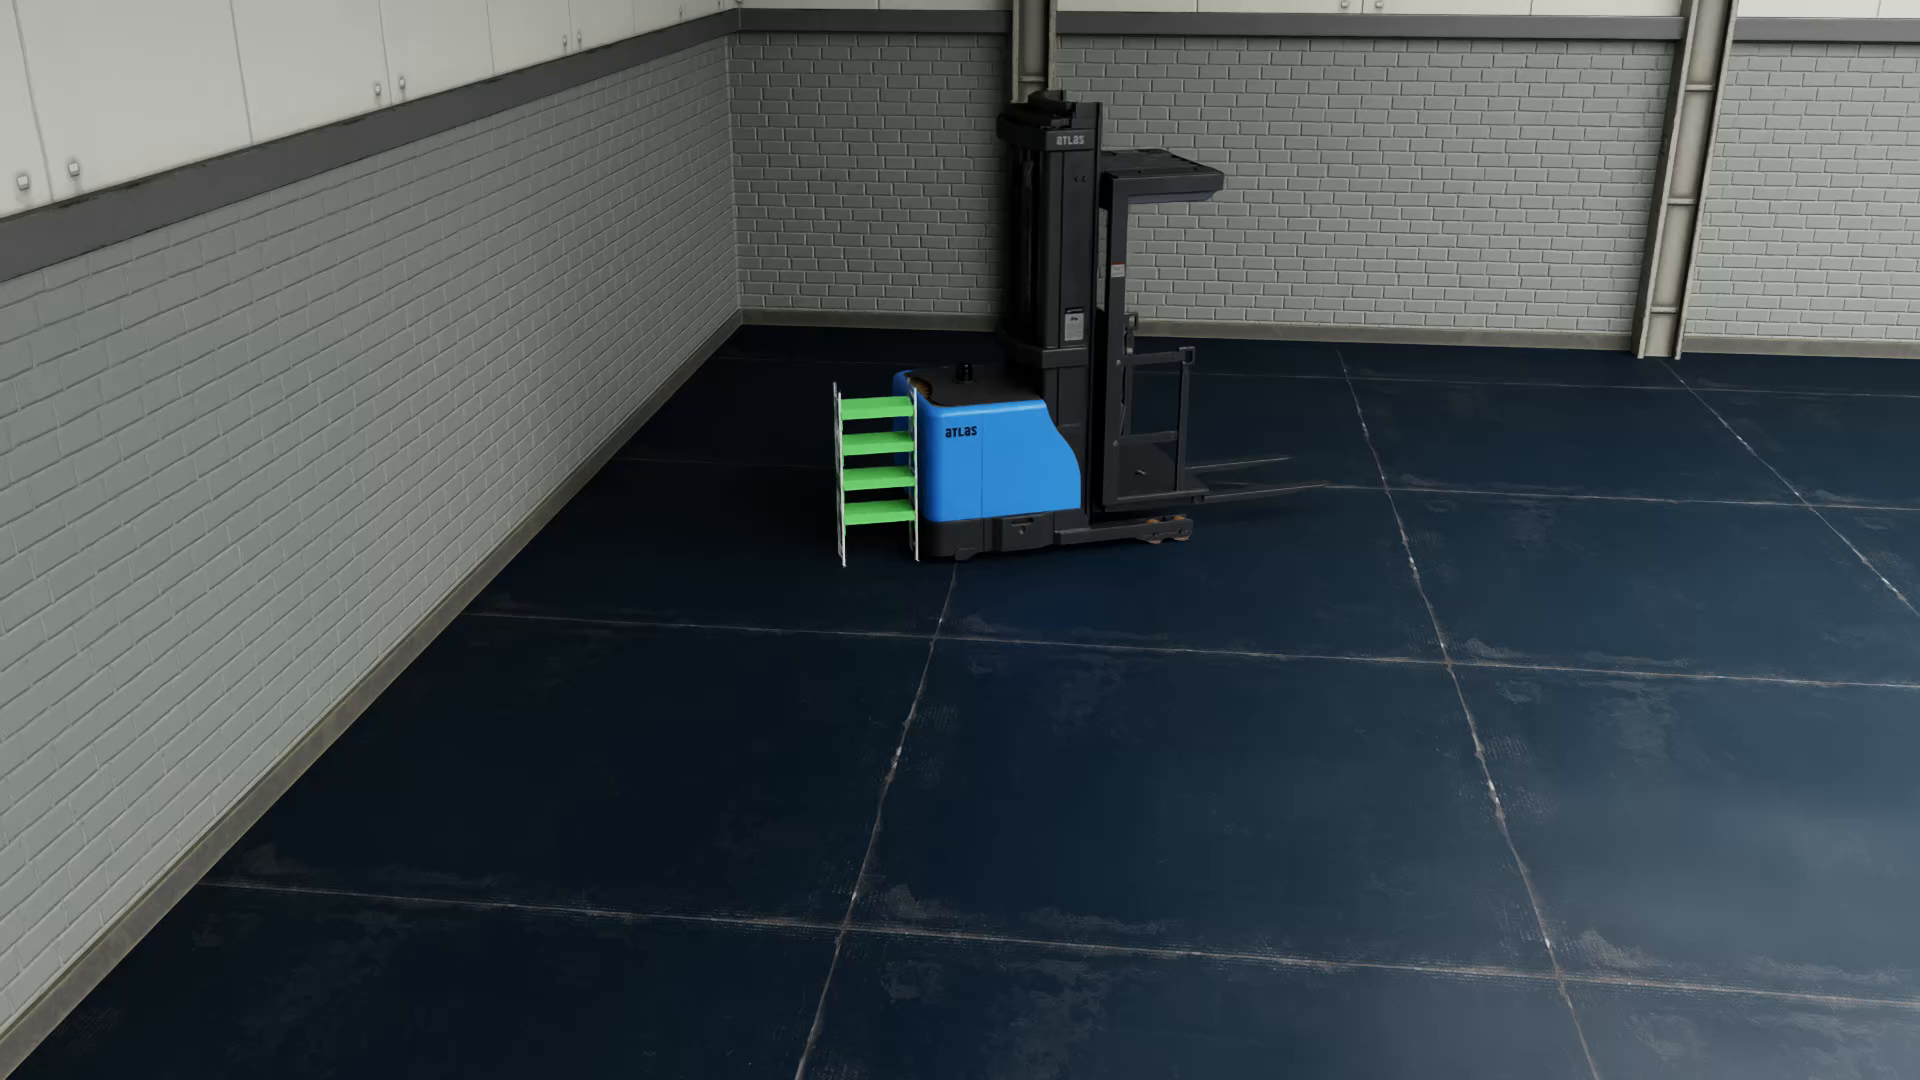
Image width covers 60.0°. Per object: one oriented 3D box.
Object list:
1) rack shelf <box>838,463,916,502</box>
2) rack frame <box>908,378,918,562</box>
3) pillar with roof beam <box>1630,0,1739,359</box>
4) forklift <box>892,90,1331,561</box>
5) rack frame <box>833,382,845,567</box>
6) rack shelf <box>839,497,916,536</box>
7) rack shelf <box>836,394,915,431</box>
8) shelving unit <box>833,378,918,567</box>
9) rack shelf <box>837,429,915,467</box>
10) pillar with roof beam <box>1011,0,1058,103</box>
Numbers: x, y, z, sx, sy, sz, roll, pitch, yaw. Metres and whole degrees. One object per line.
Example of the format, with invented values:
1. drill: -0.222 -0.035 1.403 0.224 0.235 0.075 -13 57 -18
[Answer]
1. rack shelf: -0.550 -0.379 10.941 0.480 0.148 0.258 -4 22 -11
2. rack frame: -0.311 -0.457 10.964 0.015 1.200 0.240 -4 22 -11
3. pillar with roof beam: 6.149 -4.391 10.307 0.400 9.000 9.100 2 22 6
4. forklift: 1.098 -1.516 11.288 3.031 2.935 1.130 -6 22 -15
5. rack frame: -0.789 -0.420 10.871 0.015 1.200 0.240 -4 22 -11
6. rack shelf: -0.550 -0.156 11.029 0.480 0.148 0.258 -4 22 -11
7. rack shelf: -0.550 -0.826 10.764 0.480 0.148 0.258 -4 22 -11
8. shelving unit: -0.550 -0.439 10.917 0.503 1.200 0.258 -4 22 -11
9. rack shelf: -0.550 -0.602 10.853 0.480 0.148 0.258 -4 22 -11
10. pillar with roof beam: 0.191 -4.651 10.964 0.400 9.000 9.100 2 22 6
